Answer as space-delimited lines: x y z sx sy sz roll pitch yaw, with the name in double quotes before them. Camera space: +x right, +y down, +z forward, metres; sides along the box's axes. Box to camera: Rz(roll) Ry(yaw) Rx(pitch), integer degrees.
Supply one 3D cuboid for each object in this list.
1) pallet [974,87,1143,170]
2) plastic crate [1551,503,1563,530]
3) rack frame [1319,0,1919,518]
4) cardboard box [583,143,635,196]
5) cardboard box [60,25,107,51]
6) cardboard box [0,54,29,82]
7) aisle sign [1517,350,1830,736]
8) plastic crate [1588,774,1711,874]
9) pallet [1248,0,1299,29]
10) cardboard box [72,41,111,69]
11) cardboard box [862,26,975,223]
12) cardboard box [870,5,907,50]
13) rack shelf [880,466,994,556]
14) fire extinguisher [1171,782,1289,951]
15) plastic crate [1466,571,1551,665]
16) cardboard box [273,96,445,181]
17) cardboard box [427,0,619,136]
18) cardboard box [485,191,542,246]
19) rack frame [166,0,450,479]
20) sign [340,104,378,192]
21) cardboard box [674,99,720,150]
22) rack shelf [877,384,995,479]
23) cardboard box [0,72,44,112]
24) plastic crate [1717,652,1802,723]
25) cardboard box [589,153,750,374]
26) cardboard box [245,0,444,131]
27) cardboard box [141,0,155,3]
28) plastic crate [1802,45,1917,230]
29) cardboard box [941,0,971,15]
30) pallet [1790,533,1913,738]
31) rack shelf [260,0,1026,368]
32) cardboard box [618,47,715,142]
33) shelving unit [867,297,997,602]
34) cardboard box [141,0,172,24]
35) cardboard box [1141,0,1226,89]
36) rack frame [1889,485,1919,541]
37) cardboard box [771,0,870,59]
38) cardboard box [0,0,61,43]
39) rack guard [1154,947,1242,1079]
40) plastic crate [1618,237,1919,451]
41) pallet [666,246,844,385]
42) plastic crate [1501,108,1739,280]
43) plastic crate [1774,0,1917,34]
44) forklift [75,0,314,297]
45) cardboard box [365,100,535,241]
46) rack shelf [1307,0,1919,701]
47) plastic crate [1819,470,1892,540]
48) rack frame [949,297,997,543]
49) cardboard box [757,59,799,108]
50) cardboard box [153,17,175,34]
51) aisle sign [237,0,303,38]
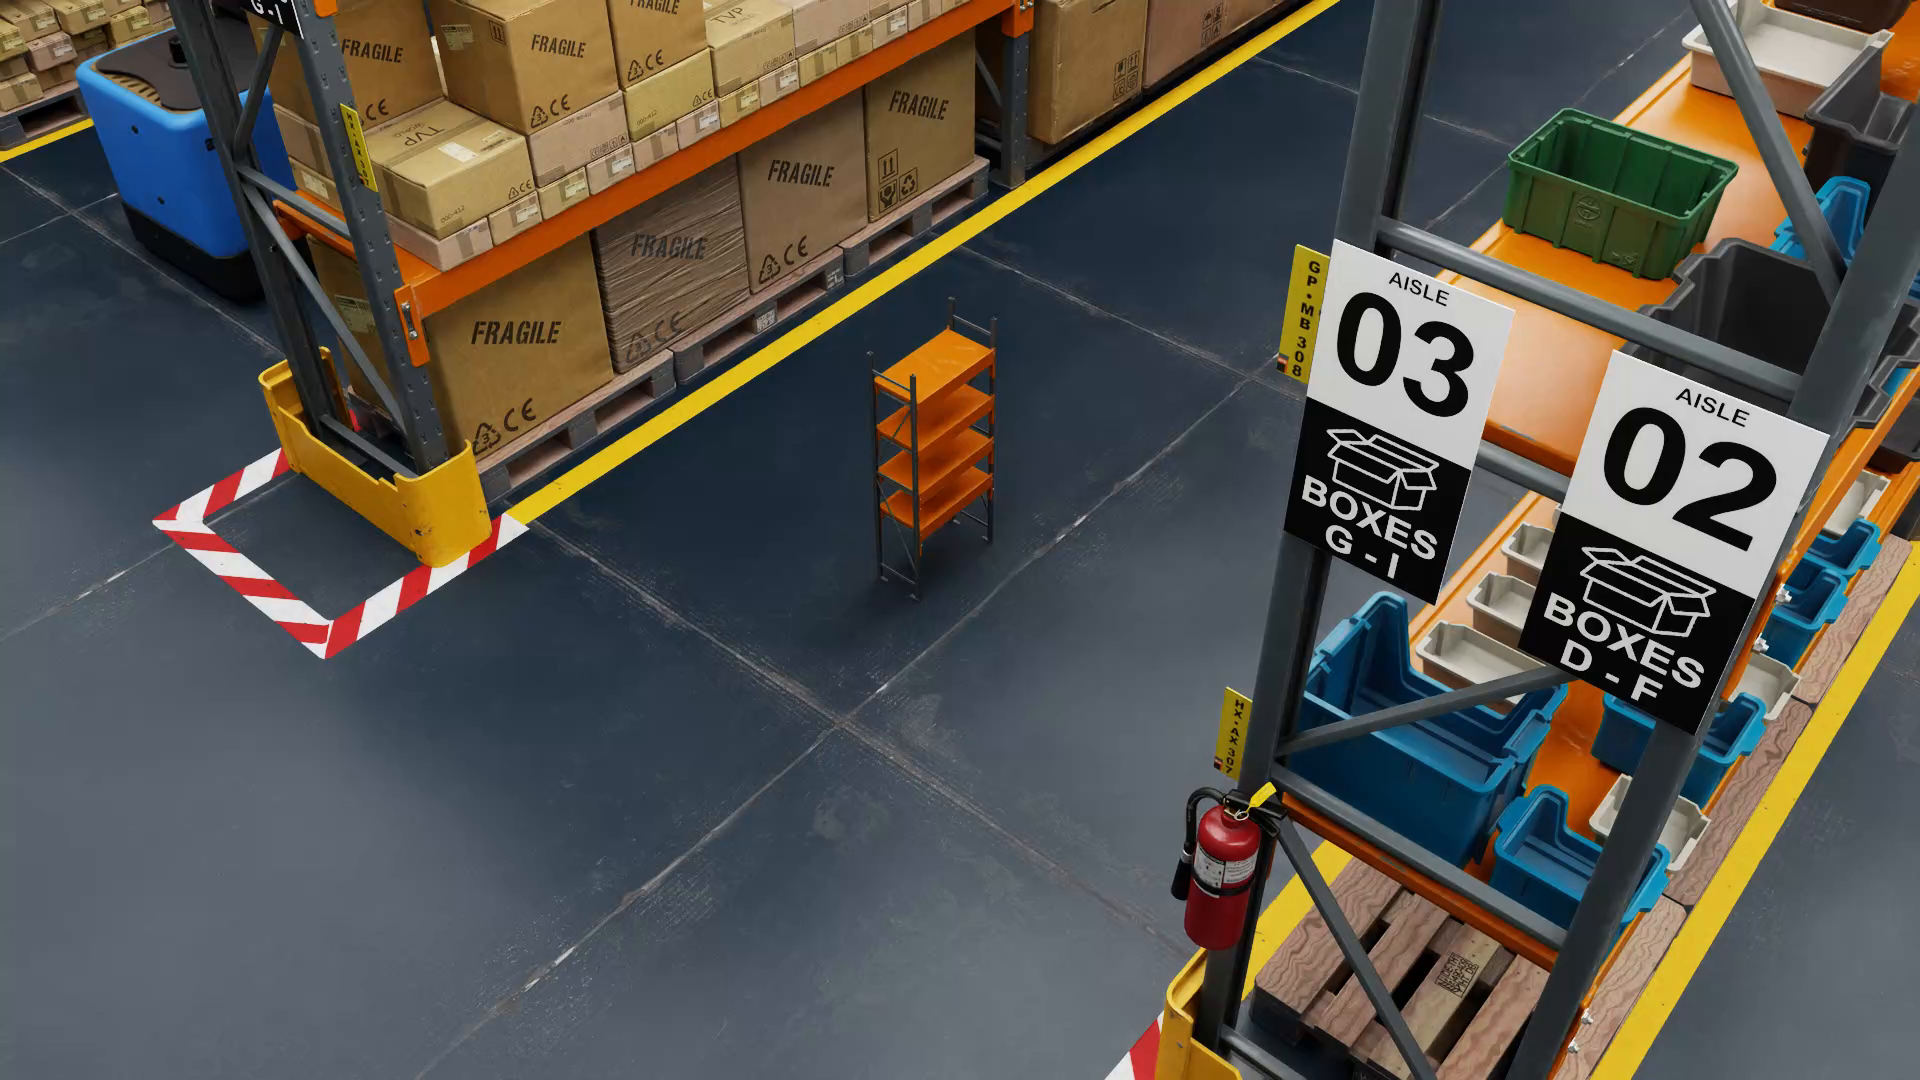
"pallet" 0.398 -2.780 10.333 1.003 0.211 1.213 29 50 28
"plastic crate" 2.097 -0.058 5.418 0.298 0.136 0.250 29 50 28
"rack frame" 1.176 -1.398 2.280 1.000 3.000 0.127 29 50 28
"cardboard box" -1.638 -1.669 7.225 0.380 0.149 0.250 29 50 28
"cardboard box" -5.503 -3.172 10.277 0.380 0.149 0.250 30 50 29
"cardboard box" -5.812 -2.891 9.968 0.380 0.149 0.250 32 51 30
"aisle sign" 1.357 0.026 3.242 0.394 0.787 0.004 29 50 28
"plastic crate" 1.857 0.783 4.492 0.250 0.136 0.298 29 50 28
"pallet" 1.969 -4.037 11.715 1.003 0.211 1.213 29 50 28
"cardboard box" -5.504 -3.055 10.369 0.380 0.149 0.250 30 50 29
"cardboard box" -0.527 -2.446 9.160 0.875 0.875 0.875 29 50 28
"cardboard box" -0.482 -2.593 8.241 0.380 0.149 0.250 30 50 29
"rack shelf" -0.107 -0.162 7.114 0.258 0.148 0.480 29 50 28
"fire extinguisher" 0.731 0.869 4.581 0.296 0.674 0.183 29 50 28
"plastic crate" 1.760 0.256 5.072 0.396 0.136 0.243 29 50 28
"cardboard box" -2.506 -1.741 7.008 0.500 0.250 0.500 29 50 28
"cardboard box" -1.778 -2.042 6.782 0.500 0.500 0.500 28 49 28
"cardboard box" -1.970 -1.402 6.931 0.380 0.149 0.250 29 50 28
"rack frame" -2.615 -1.322 6.657 1.000 3.000 0.127 29 50 28
"sign" -2.194 -1.429 6.071 0.100 0.325 0.005 29 50 28
"cardboard box" -1.308 -1.933 7.515 0.380 0.149 0.250 29 50 28
"rack shelf" -0.107 -0.474 6.830 0.258 0.148 0.480 29 50 28
"cardboard box" -5.764 -2.754 10.038 0.380 0.149 0.250 31 50 29
"plastic crate" 2.293 0.434 4.877 0.250 0.136 0.298 29 50 28
"cardboard box" -1.679 -1.524 8.146 0.875 0.875 0.875 29 50 28
"cardboard box" -2.502 -2.019 6.756 0.500 0.500 0.500 30 50 29
"cardboard box" -5.121 -3.536 10.456 0.380 0.149 0.250 32 51 30
"plastic crate" 2.370 -0.933 4.045 0.504 0.338 0.767 29 50 28
"cardboard box" -0.152 -2.857 8.532 0.380 0.149 0.250 30 50 29
"pallet" 3.307 0.189 7.067 1.003 0.211 1.213 29 50 28
"rack shelf" -1.328 -2.086 8.032 1.077 0.370 4.000 29 50 28
"cardboard box" -1.444 -2.035 7.331 0.500 0.250 0.500 28 49 27
"shelving unit" -0.107 -0.359 6.935 0.258 1.200 0.503 29 50 28
"cardboard box" -5.157 -3.435 10.566 0.380 0.149 0.250 27 49 27
"cardboard box" 0.930 -3.550 10.374 1.225 0.875 0.875 28 49 27
"rack frame" 3.750 -1.238 6.564 1.000 3.000 0.127 29 50 28
"cardboard box" -0.783 -2.565 7.914 0.500 0.250 0.500 31 50 29
"cardboard box" -5.664 -3.159 10.042 0.380 0.149 0.250 30 50 29
"rack guard" 1.171 1.765 5.120 1.175 0.500 0.348 29 50 28
"plastic crate" 1.637 -0.317 3.419 0.497 0.269 0.590 29 50 28
"pallet" -1.375 -1.362 8.773 1.003 0.211 1.213 29 50 28
"plastic crate" 1.592 -0.841 4.055 0.450 0.188 0.336 29 50 28
"plastic crate" 2.741 -1.778 5.026 0.497 0.269 0.590 29 50 28
"forklift" -3.240 -3.289 8.871 1.130 2.935 3.031 29 50 28
"cardboard box" -2.099 -1.507 6.751 0.500 0.250 0.500 28 49 27
"rack shelf" 2.463 -1.052 4.664 1.077 0.370 4.000 29 50 28
"plastic crate" 2.860 -0.136 5.503 0.293 0.136 0.466 29 50 28
"rack frame" 0.050 -0.484 7.073 0.240 1.200 0.015 29 50 28
"cardboard box" -0.977 -2.198 7.806 0.380 0.149 0.250 30 50 29
"cardboard box" -5.164 -3.312 10.652 0.380 0.149 0.250 30 50 29
"aisle sign" -2.432 -2.117 5.599 0.394 0.787 0.004 29 50 28
